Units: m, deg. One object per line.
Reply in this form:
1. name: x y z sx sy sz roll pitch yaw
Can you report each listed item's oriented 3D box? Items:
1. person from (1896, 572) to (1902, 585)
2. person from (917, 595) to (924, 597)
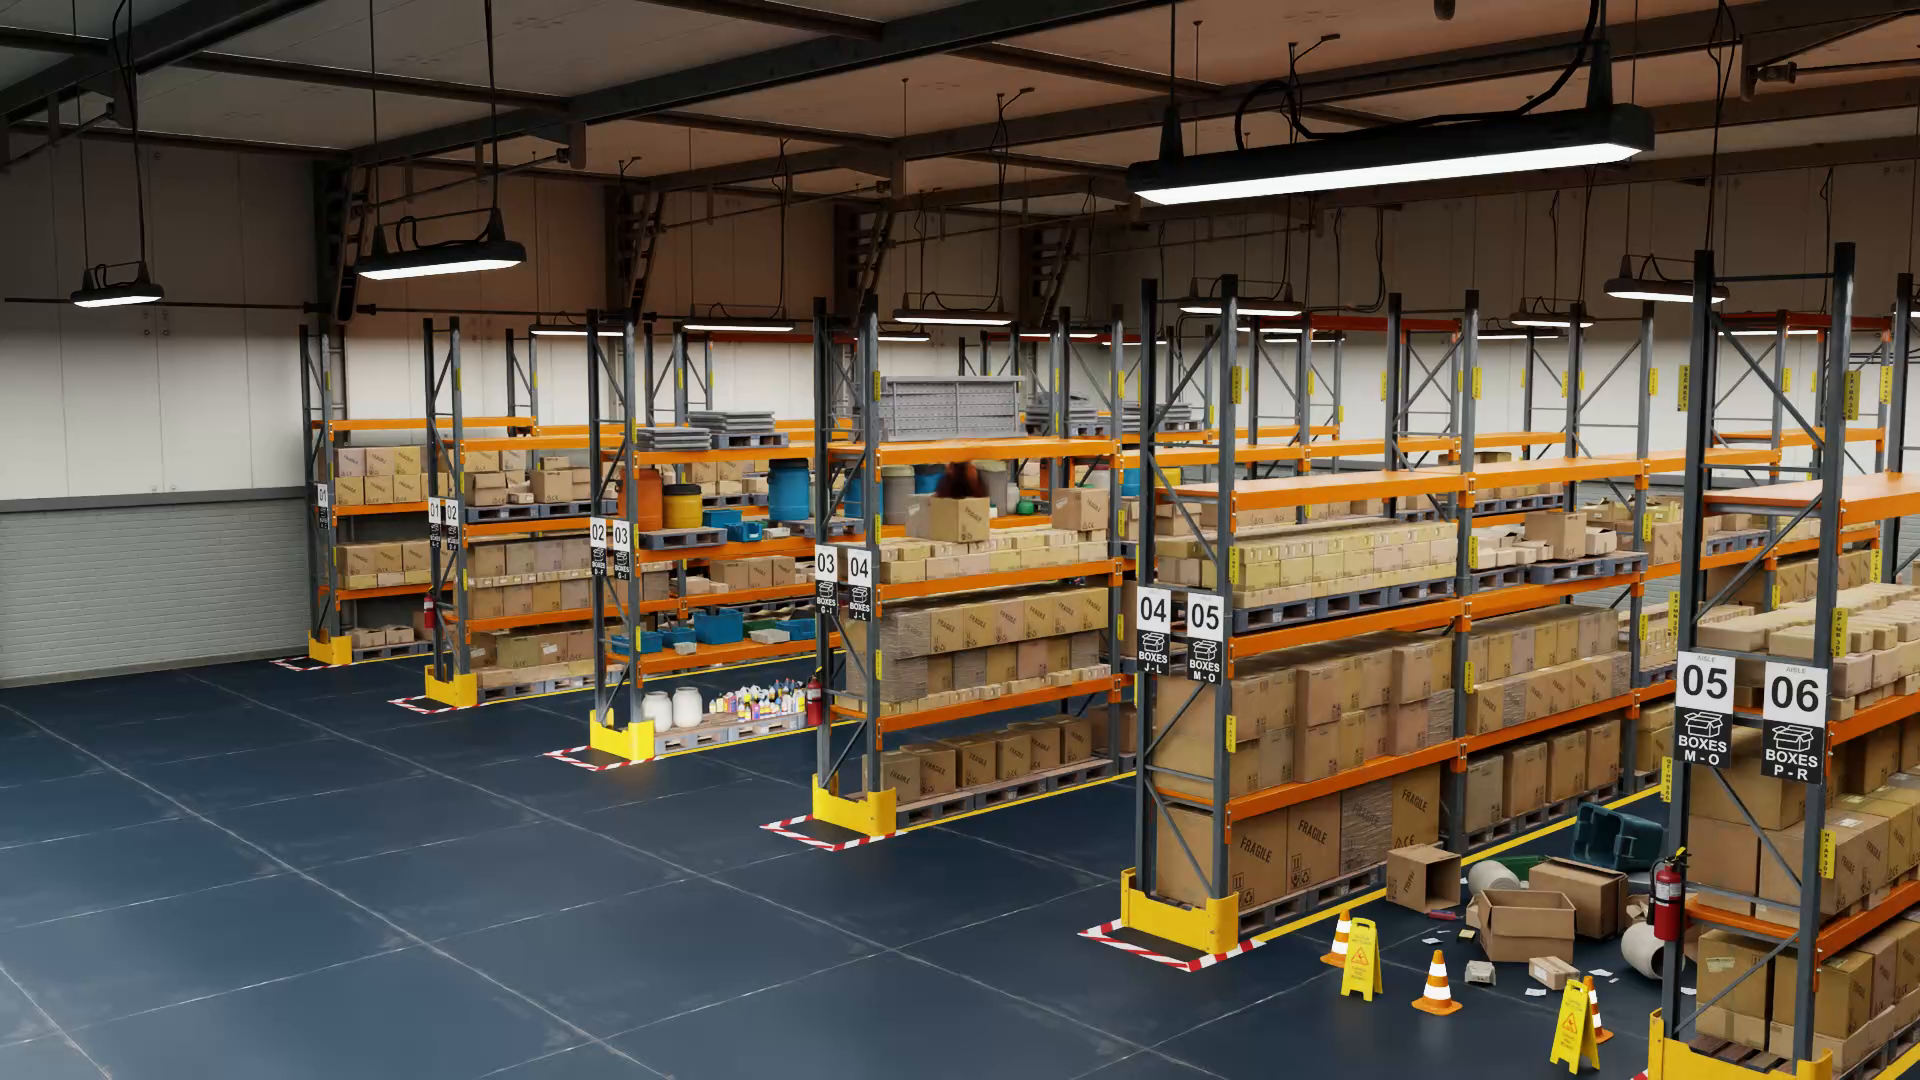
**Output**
1. person: 15.899 1.441 28.318 0.582 1.805 0.529 4 7 34
2. person: -0.924 1.299 30.039 0.877 1.813 0.742 -5 8 -42
